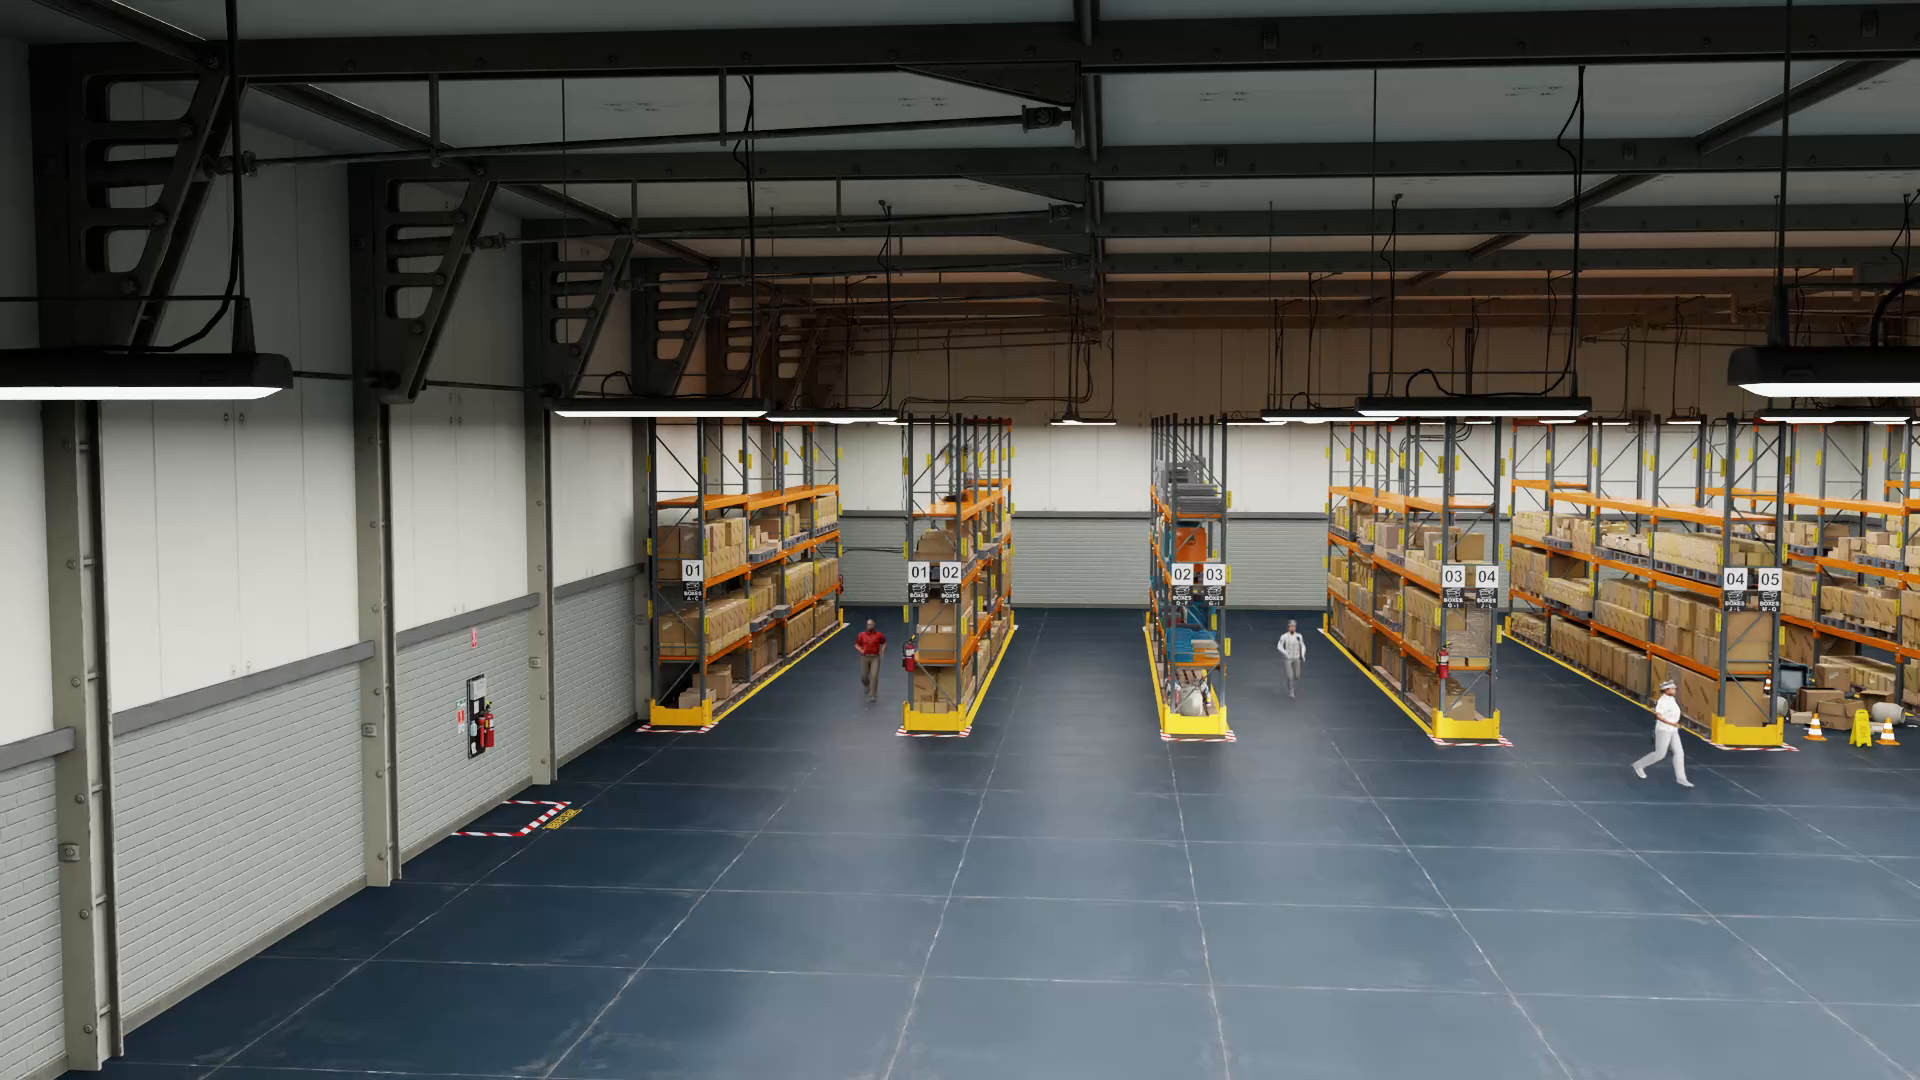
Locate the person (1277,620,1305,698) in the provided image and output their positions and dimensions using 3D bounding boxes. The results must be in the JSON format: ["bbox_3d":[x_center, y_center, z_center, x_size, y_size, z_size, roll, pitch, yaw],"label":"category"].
[{"bbox_3d":[7.070,2.523,35.435,0.616,1.660,0.554,0,4,-2],"label":"person"}]

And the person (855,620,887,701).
[{"bbox_3d":[-1.875,2.523,35.058,0.674,1.673,0.782,0,4,0],"label":"person"}]

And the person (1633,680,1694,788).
[{"bbox_3d":[11.364,3.076,26.738,0.958,1.687,0.618,4,5,44],"label":"person"}]
